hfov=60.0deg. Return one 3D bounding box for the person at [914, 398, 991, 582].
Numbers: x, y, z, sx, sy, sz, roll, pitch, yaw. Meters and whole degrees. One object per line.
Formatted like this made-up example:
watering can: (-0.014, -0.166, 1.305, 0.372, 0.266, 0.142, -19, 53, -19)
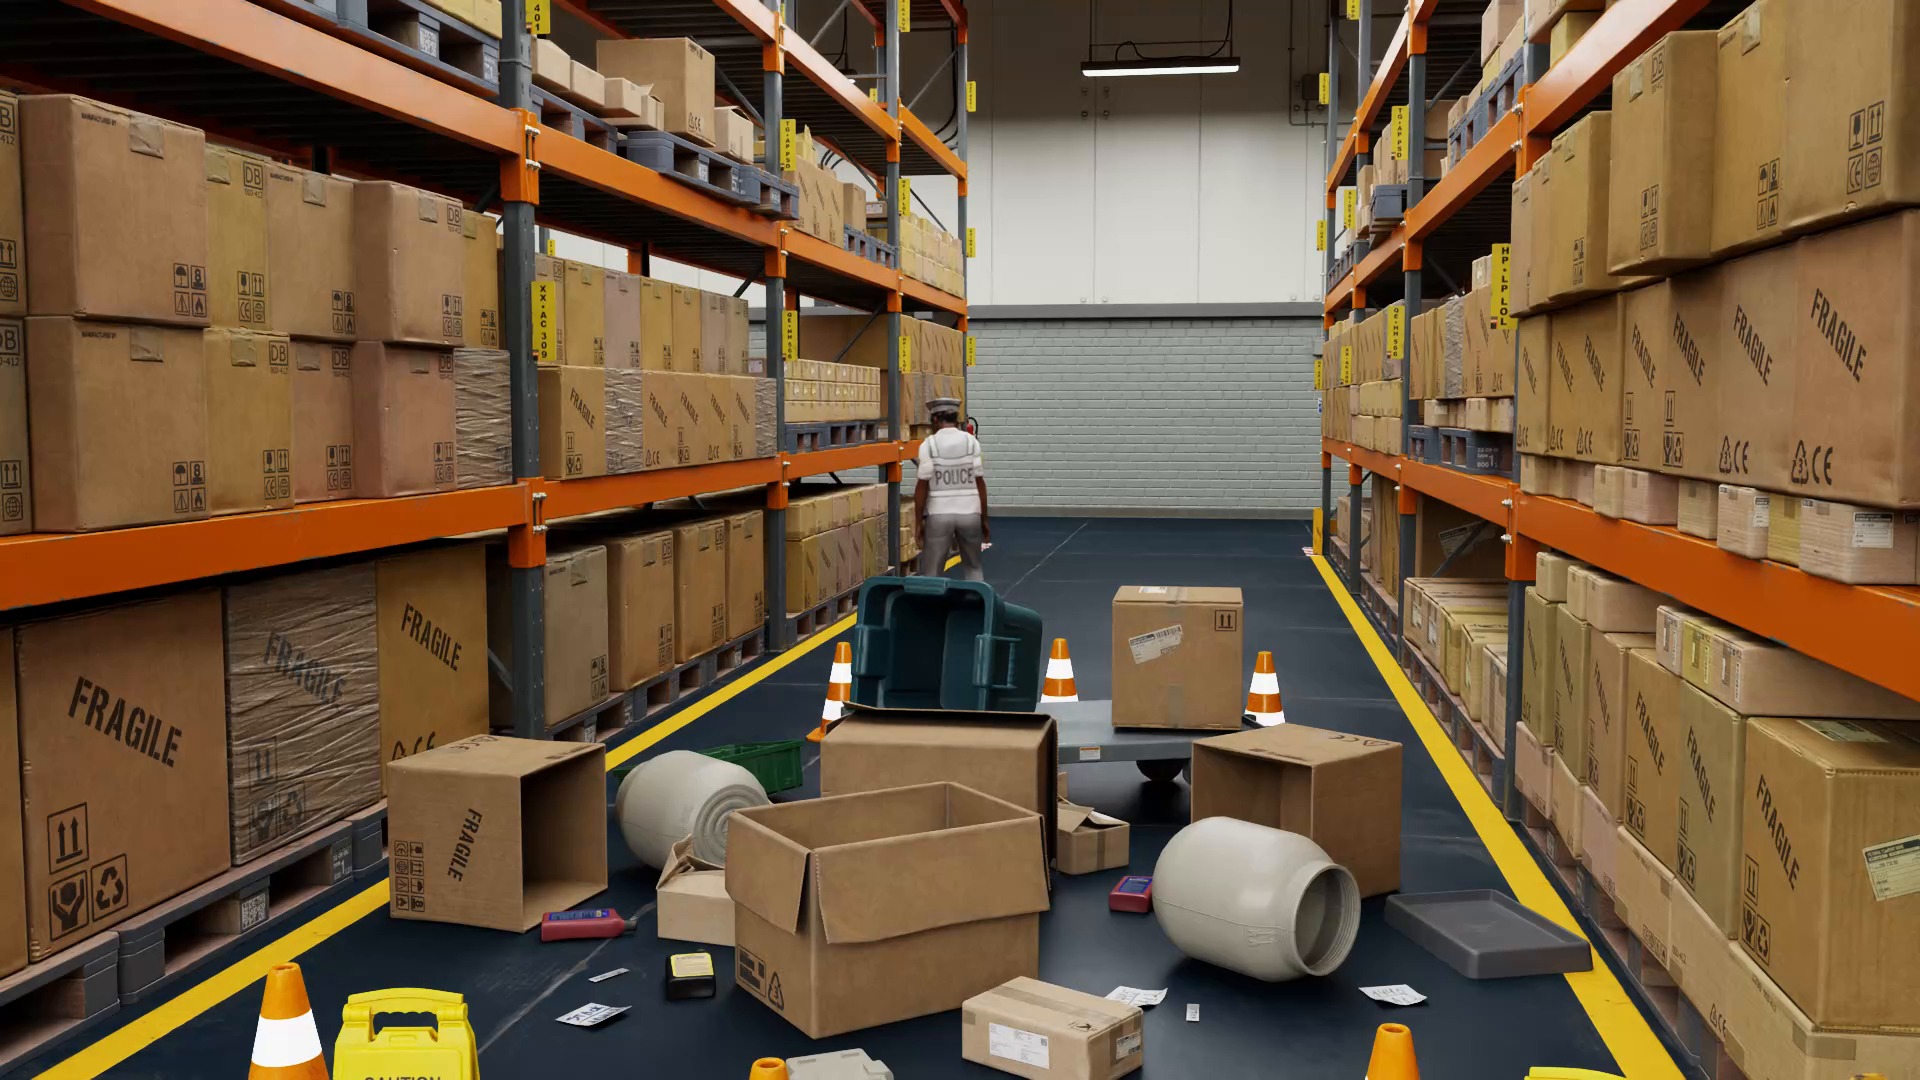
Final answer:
person: (-0.057, -0.104, 10.982, 0.516, 1.660, 0.372, -1, 5, -13)
